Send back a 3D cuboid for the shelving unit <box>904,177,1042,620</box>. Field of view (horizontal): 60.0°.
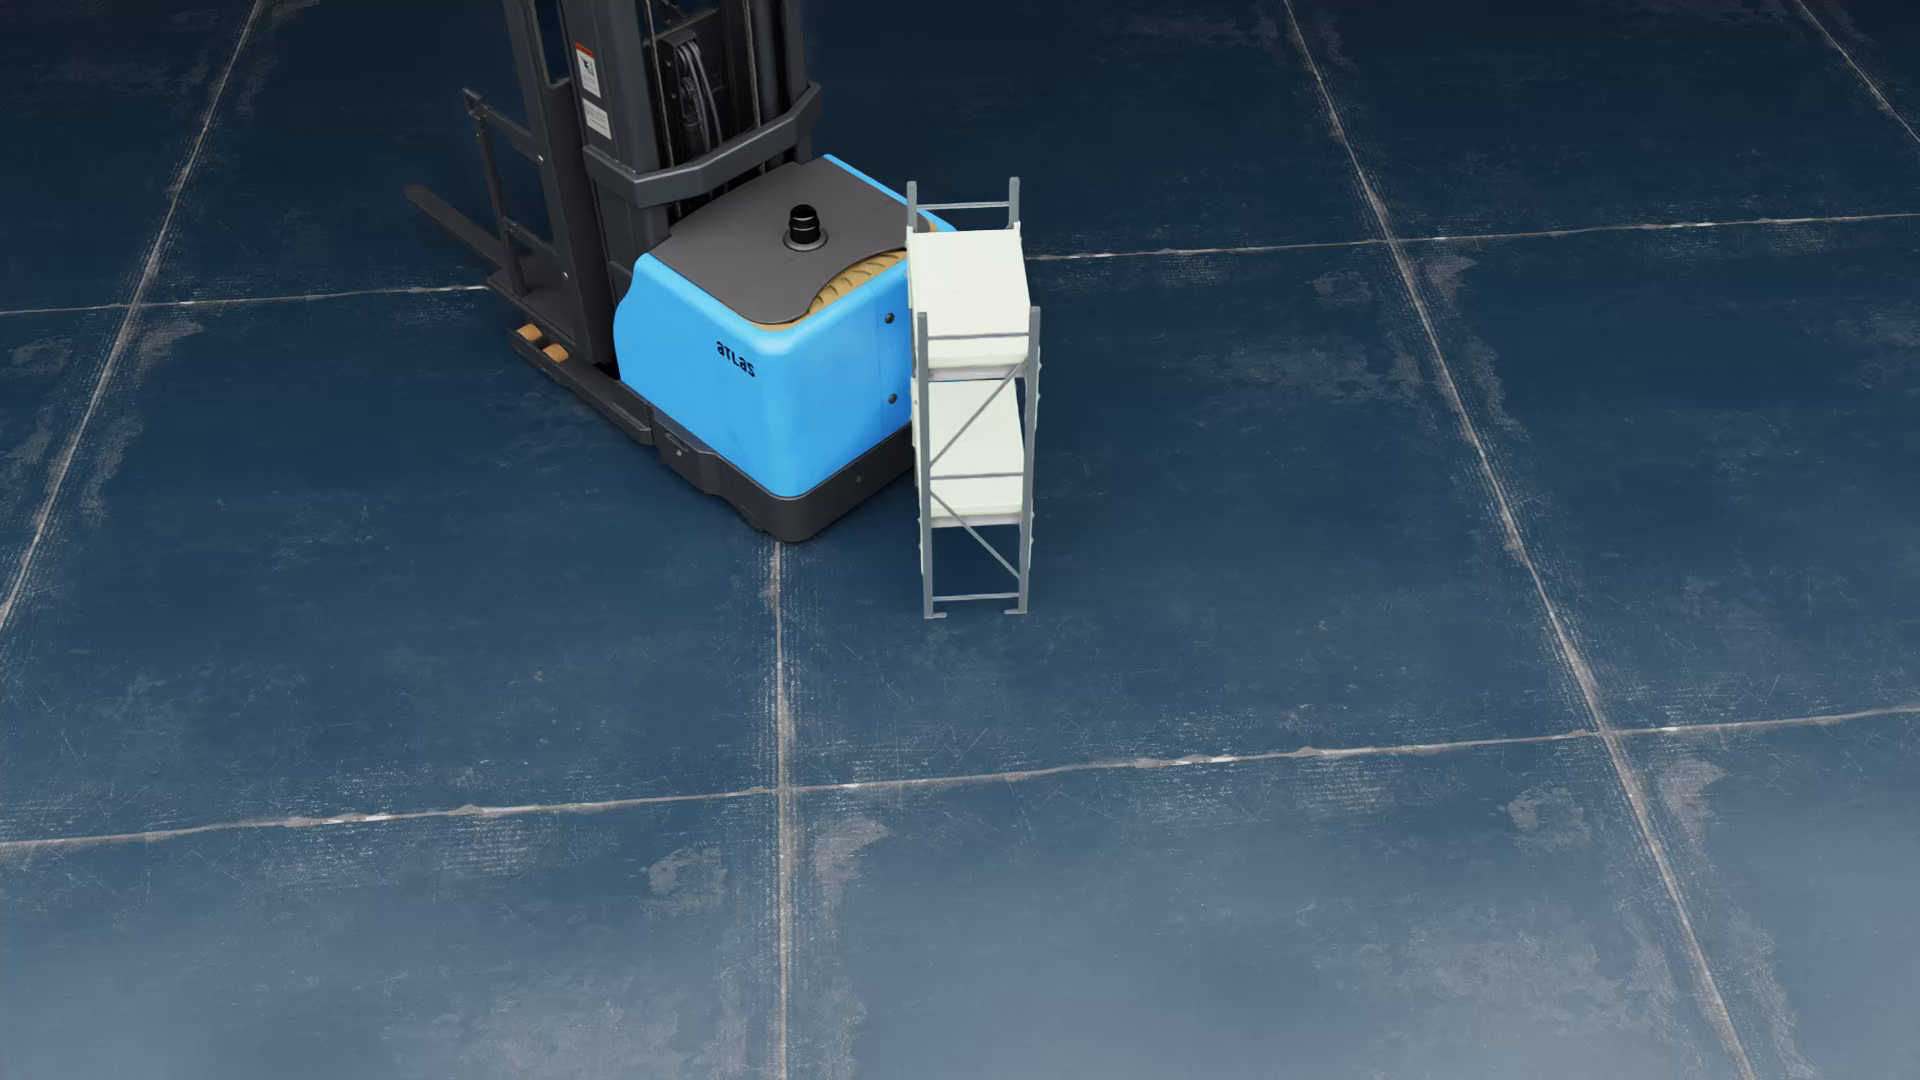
[{"bbox_3d":[0.036,-0.490,6.181,0.431,1.500,0.755,-3,47,-3],"label":"shelving unit"}]

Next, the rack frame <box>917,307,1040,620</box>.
[{"bbox_3d":[0.061,-0.225,5.930,0.400,1.500,0.023,-3,47,-3],"label":"rack frame"}]

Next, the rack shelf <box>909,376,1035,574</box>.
[{"bbox_3d":[0.036,-0.266,6.418,0.431,0.370,0.720,-3,47,-3],"label":"rack shelf"}]

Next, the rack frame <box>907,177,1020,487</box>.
[{"bbox_3d":[0.011,-0.755,6.432,0.400,1.500,0.023,-3,47,-3],"label":"rack frame"}]

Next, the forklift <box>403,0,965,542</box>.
[{"bbox_3d":[-1.385,-1.958,6.586,3.031,2.935,1.130,35,56,29],"label":"forklift"}]

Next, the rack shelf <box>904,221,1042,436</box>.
[{"bbox_3d":[0.036,-0.758,5.898,0.431,0.370,0.720,-3,47,-3],"label":"rack shelf"}]
